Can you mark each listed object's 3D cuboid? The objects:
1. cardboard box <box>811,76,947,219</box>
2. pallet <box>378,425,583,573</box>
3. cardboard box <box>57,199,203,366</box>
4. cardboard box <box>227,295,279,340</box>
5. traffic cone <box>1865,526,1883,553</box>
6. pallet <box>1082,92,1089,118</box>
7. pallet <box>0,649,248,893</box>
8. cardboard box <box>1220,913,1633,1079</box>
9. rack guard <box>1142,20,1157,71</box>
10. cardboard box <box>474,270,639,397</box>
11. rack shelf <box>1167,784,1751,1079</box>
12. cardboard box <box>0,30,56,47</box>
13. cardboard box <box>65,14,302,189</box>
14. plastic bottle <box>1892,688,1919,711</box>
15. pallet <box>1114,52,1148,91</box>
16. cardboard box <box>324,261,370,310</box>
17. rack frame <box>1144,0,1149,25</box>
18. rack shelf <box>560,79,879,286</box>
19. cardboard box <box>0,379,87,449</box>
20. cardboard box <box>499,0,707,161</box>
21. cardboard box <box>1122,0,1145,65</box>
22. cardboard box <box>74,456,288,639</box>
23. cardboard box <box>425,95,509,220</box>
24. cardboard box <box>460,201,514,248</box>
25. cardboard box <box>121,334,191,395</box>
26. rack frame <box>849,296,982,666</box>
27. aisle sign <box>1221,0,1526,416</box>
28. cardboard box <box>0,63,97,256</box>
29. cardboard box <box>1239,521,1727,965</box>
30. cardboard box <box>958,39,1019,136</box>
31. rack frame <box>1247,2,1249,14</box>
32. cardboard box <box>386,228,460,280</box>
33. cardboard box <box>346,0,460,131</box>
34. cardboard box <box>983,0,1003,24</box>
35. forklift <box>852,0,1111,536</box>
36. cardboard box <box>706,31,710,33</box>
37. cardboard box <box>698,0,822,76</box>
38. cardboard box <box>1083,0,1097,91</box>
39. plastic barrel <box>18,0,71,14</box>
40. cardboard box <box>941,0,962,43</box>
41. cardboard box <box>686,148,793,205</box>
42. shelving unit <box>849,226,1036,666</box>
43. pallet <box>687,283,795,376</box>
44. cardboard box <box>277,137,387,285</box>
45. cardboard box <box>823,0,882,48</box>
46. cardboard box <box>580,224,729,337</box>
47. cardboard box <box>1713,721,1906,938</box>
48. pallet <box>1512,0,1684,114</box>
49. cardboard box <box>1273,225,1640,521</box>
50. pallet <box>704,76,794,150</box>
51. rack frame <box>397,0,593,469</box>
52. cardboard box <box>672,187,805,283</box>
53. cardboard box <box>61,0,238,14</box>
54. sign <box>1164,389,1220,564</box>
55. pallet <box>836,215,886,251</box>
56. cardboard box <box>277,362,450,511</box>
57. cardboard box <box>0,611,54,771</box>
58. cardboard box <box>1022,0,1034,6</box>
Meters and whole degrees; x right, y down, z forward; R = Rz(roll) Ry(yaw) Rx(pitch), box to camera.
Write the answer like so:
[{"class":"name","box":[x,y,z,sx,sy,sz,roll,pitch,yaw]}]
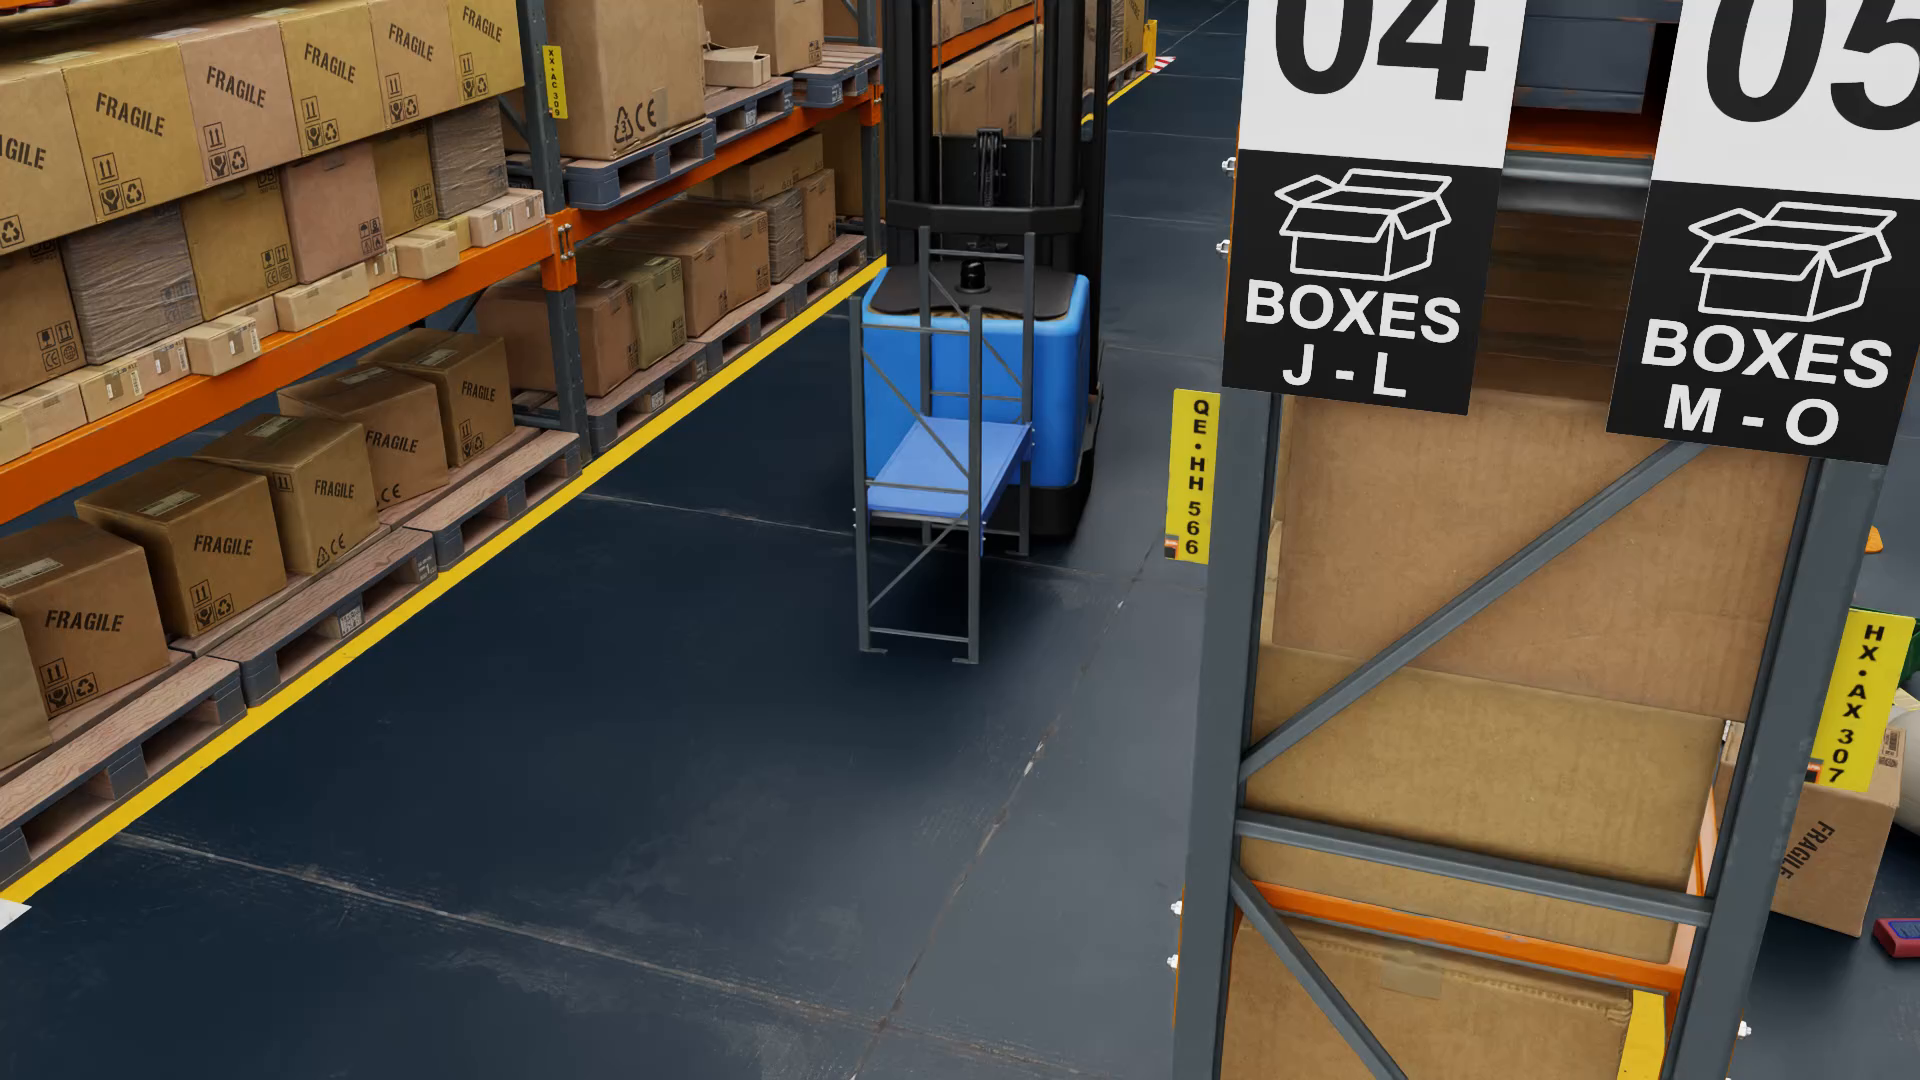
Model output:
[{"class":"cardboard box","box":[-0.807,-2.957,12.372,1.225,0.875,0.875,7,27,15]},{"class":"pallet","box":[-2.578,-0.264,8.053,1.003,0.211,1.213,9,27,17]},{"class":"cardboard box","box":[-3.250,-0.980,5.875,0.875,0.500,0.500,9,27,17]},{"class":"cardboard box","box":[-2.850,-0.850,6.352,0.380,0.149,0.250,9,27,17]},{"class":"traffic cone","box":[4.126,-0.230,7.694,0.336,0.463,0.334,9,27,17]},{"class":"pallet","box":[0.601,-4.134,16.046,1.003,0.211,1.213,9,27,17]},{"class":"pallet","box":[-3.390,0.739,5.982,1.003,0.211,1.213,9,27,17]},{"class":"cardboard box","box":[1.088,1.083,4.027,0.875,0.875,0.875,9,27,18]},{"class":"rack guard","box":[1.614,-5.616,18.776,1.175,0.500,0.348,9,27,17]},{"class":"cardboard box","box":[-2.163,-1.122,8.990,0.700,0.500,0.500,7,27,13]},{"class":"rack shelf","box":[1.590,0.106,4.914,1.077,0.370,4.000,9,27,17]},{"class":"cardboard box","box":[-3.439,-1.459,5.717,0.500,0.500,0.500,9,27,17]},{"class":"cardboard box","box":[-2.780,-1.588,5.985,0.500,0.500,0.500,9,27,17]},{"class":"plastic bottle","box":[3.587,0.615,6.409,0.133,0.061,0.283,-5,26,-9]},{"class":"pallet","box":[1.413,-5.137,18.117,1.003,0.211,1.213,9,27,17]},{"class":"cardboard box","box":[-2.645,-1.050,6.764,0.380,0.149,0.250,9,27,17]},{"class":"rack frame","box":[1.606,-6.732,18.211,1.000,3.000,0.127,9,27,17]},{"class":"rack shelf","box":[-1.722,-2.298,9.880,1.077,0.370,4.000,9,27,17]},{"class":"cardboard box","box":[-3.137,-0.432,5.489,0.380,0.149,0.250,9,27,17]},{"class":"cardboard box","box":[-1.991,-2.566,8.436,1.000,1.000,1.000,9,27,18]},{"class":"cardboard box","box":[1.468,-5.690,18.016,0.875,0.875,0.875,9,27,17]},{"class":"cardboard box","box":[-3.102,0.020,6.653,0.500,0.500,0.500,11,28,22]},{"class":"cardboard box","box":[-2.596,-1.803,7.576,0.875,0.500,0.500,9,27,17]},{"class":"cardboard box","box":[-2.274,-1.455,7.601,0.380,0.149,0.250,9,27,17]},{"class":"cardboard box","box":[-2.989,-0.641,5.919,0.380,0.149,0.250,9,27,17]},{"class":"rack frame","box":[-0.165,-0.200,6.441,0.500,1.500,0.032,6,26,12]},{"class":"aisle sign","box":[0.618,-0.580,2.523,0.394,0.787,0.004,9,27,17]},{"class":"cardboard box","box":[-3.106,-1.176,5.134,0.500,0.500,0.500,9,27,17]},{"class":"cardboard box","box":[1.006,0.378,3.356,0.875,0.550,0.550,9,27,17]},{"class":"cardboard box","box":[-0.216,-3.687,13.880,1.225,0.875,0.875,8,27,16]},{"class":"rack frame","box":[0.925,-2.096,1.752,1.000,3.000,0.127,9,27,17]},{"class":"cardboard box","box":[-2.392,-1.242,7.161,0.380,0.149,0.250,9,27,17]},{"class":"cardboard box","box":[-2.443,-1.999,6.833,0.500,0.500,0.500,9,27,17]},{"class":"cardboard box","box":[0.038,-4.483,13.452,0.500,0.500,0.500,8,27,17]},{"class":"forklift","box":[0.204,-1.952,8.417,1.130,2.935,3.031,3,26,7]},{"class":"cardboard box","box":[-1.831,-2.910,10.009,0.500,0.250,0.500,8,27,16]},{"class":"cardboard box","box":[-1.290,-3.206,10.334,0.700,0.500,0.500,13,29,25]},{"class":"cardboard box","box":[0.869,-4.950,16.488,0.875,0.875,0.875,9,27,17]},{"class":"plastic barrel","box":[-6.145,-3.420,11.216,0.433,0.535,0.433,0,26,0]},{"class":"cardboard box","box":[-0.302,-4.073,12.605,0.500,0.500,0.500,8,27,17]},{"class":"cardboard box","box":[-1.418,-2.355,10.676,0.500,0.250,0.500,12,28,23]},{"class":"shelving unit","box":[-0.047,-0.415,6.886,0.538,1.500,1.048,6,26,12]},{"class":"pallet","box":[-1.726,-1.368,10.334,1.003,0.211,1.213,9,27,17]},{"class":"cardboard box","box":[-2.867,-1.383,6.708,0.875,0.500,0.500,9,27,17]},{"class":"cardboard box","box":[-0.638,-3.649,11.730,0.500,0.500,0.500,10,27,19]},{"class":"cardboard box","box":[-1.801,-1.546,9.864,0.700,0.500,0.500,6,27,13]},{"class":"cardboard box","box":[2.707,0.871,5.374,0.500,0.500,0.500,14,29,26]},{"class":"pallet","box":[1.162,-1.012,3.058,1.003,0.211,1.213,9,27,17]},{"class":"cardboard box","box":[1.181,-0.335,3.590,0.875,0.550,0.550,9,27,17]},{"class":"pallet","box":[-1.677,-2.538,9.771,1.003,0.211,1.213,9,27,17]},{"class":"rack frame","box":[-2.388,-1.800,8.026,1.000,3.000,0.127,9,27,17]},{"class":"cardboard box","box":[-1.433,-2.009,10.821,0.700,0.500,0.500,6,27,13]},{"class":"cardboard box","box":[-3.109,-1.870,6.567,0.500,0.500,0.500,9,27,17]},{"class":"sign","box":[0.418,-0.108,2.930,0.100,0.325,0.005,9,27,17]},{"class":"pallet","box":[-0.723,-2.502,12.675,1.003,0.211,1.213,9,27,17]},{"class":"cardboard box","box":[-2.742,-0.469,7.663,0.500,0.500,0.500,19,32,34]},{"class":"cardboard box","box":[-3.495,0.525,5.609,0.500,0.500,0.500,14,29,27]},{"class":"cardboard box","box":[0.376,-4.901,14.316,0.500,0.500,0.500,9,27,18]}]
